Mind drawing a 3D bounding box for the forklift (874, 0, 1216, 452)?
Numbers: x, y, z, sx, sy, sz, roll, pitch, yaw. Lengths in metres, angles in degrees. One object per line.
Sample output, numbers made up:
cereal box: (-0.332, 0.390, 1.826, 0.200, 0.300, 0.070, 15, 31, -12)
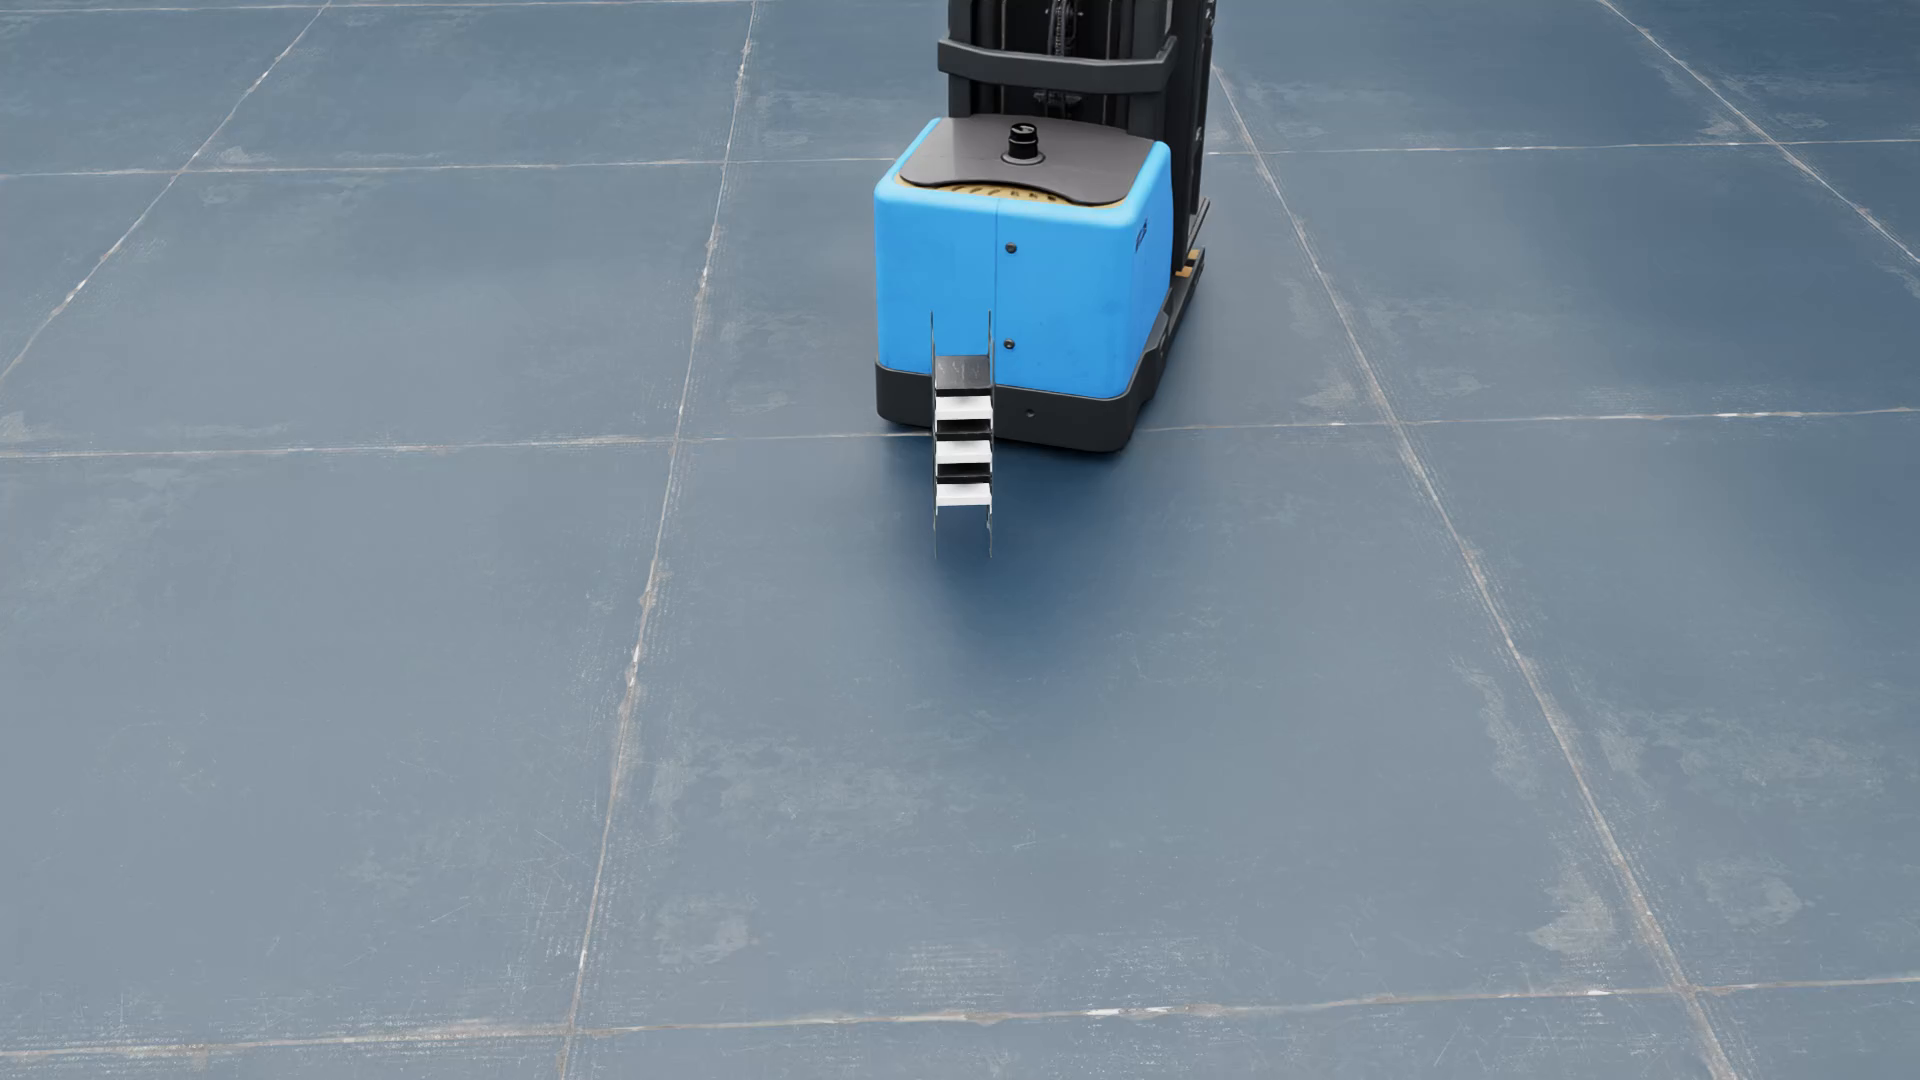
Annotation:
forklift: (0.554, -2.391, 7.129, 1.130, 2.935, 3.031, 9, 36, 13)

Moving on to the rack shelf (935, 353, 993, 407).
rack shelf: (0.008, -0.565, 5.860, 0.200, 0.077, 0.258, -2, 35, -2)

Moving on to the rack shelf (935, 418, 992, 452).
rack shelf: (0.008, -0.417, 5.962, 0.200, 0.077, 0.258, -2, 35, -2)

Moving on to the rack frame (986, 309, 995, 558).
rack frame: (0.110, -0.373, 5.998, 0.006, 0.900, 0.240, -2, 35, -2)

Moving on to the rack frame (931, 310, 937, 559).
rack frame: (-0.093, -0.367, 5.990, 0.006, 0.900, 0.240, -2, 35, -2)

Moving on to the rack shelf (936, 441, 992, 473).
rack shelf: (0.008, -0.343, 6.013, 0.200, 0.077, 0.258, -2, 35, -2)

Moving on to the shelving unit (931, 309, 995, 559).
shelving unit: (0.008, -0.370, 5.994, 0.210, 0.900, 0.258, -2, 35, -2)

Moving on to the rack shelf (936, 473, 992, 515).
rack shelf: (0.008, -0.195, 6.116, 0.200, 0.077, 0.258, -2, 35, -2)

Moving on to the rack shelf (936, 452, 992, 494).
rack shelf: (0.008, -0.269, 6.064, 0.200, 0.077, 0.258, -2, 35, -2)

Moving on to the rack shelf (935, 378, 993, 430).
rack shelf: (0.008, -0.491, 5.911, 0.200, 0.077, 0.258, -2, 35, -2)
